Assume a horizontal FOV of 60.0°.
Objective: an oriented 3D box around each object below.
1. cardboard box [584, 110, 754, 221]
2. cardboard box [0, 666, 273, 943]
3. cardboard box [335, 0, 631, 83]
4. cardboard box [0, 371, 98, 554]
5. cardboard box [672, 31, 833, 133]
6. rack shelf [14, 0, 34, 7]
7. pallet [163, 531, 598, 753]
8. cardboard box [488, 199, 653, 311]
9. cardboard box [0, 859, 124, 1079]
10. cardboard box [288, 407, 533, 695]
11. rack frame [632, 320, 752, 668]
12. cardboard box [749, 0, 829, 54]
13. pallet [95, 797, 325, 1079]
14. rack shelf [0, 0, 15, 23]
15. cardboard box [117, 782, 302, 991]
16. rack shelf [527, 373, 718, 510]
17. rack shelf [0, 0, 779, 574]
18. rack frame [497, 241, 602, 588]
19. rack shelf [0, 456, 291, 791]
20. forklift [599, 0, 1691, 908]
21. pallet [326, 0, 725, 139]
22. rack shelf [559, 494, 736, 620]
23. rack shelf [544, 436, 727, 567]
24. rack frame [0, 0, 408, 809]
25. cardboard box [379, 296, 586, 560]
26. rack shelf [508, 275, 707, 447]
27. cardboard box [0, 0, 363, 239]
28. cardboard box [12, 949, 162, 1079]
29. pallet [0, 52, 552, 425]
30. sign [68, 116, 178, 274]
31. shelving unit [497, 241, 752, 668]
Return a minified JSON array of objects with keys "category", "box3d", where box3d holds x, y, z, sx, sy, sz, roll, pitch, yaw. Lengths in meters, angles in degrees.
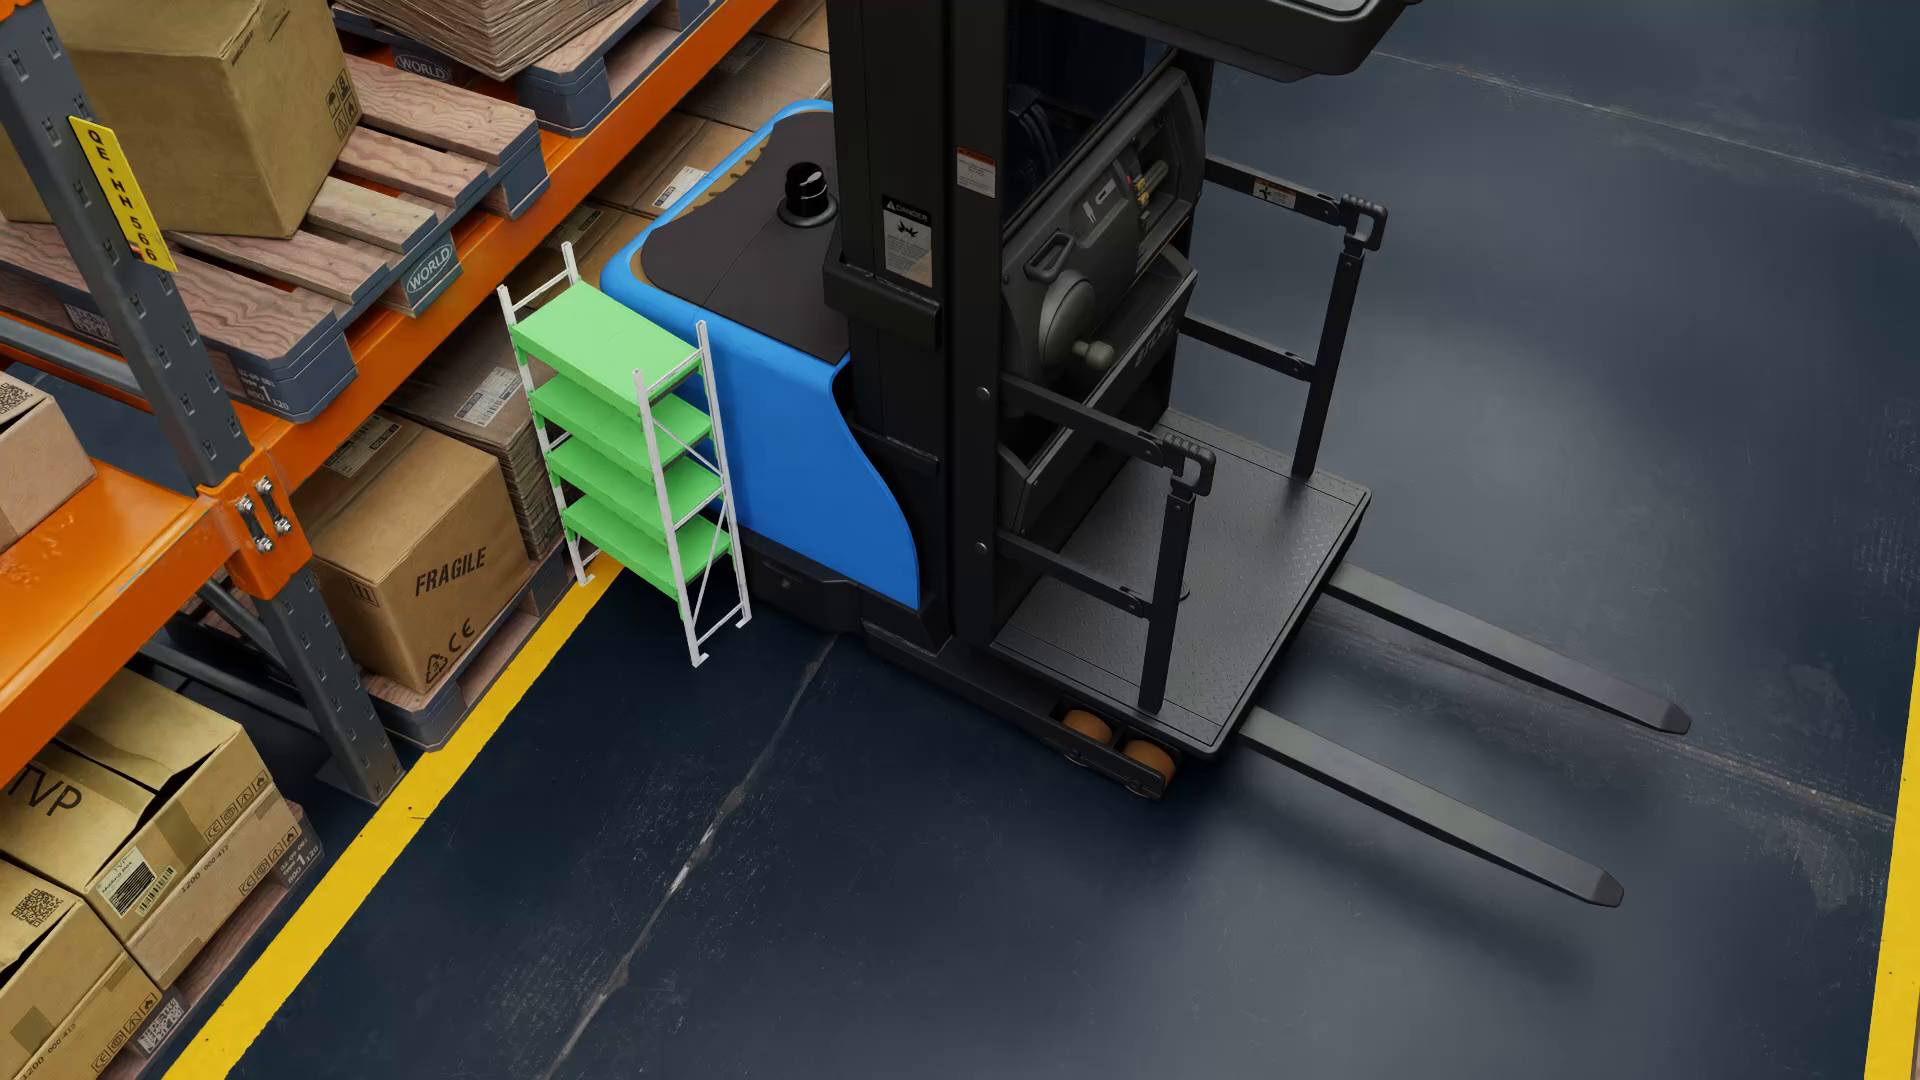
[{"category":"cardboard box","box3d":[-0.929,-1.052,5.528,0.500,0.500,0.500,18,52,15]},{"category":"cardboard box","box3d":[-2.038,0.582,3.947,0.500,0.311,0.500,21,53,17]},{"category":"cardboard box","box3d":[-1.307,-1.639,4.334,0.700,0.500,0.500,29,56,23]},{"category":"cardboard box","box3d":[-2.232,-0.167,3.481,0.500,0.311,0.500,23,53,18]},{"category":"cardboard box","box3d":[-0.713,-1.403,5.827,0.500,0.500,0.500,20,53,17]},{"category":"rack shelf","box3d":[-1.183,-2.549,3.952,1.077,0.370,4.000,20,52,16]},{"category":"pallet","box3d":[-1.684,-0.031,5.137,1.003,0.211,1.213,20,52,16]},{"category":"cardboard box","box3d":[-1.147,-0.691,5.221,0.500,0.500,0.500,19,52,16]},{"category":"cardboard box","box3d":[-2.255,0.942,3.641,0.500,0.311,0.500,19,52,16]},{"category":"cardboard box","box3d":[-1.584,0.015,4.620,0.500,0.500,0.500,22,53,18]},{"category":"rack frame","box3d":[-0.713,-0.085,4.534,0.015,1.200,0.240,31,56,24]},{"category":"cardboard box","box3d":[-0.499,-1.749,6.121,0.500,0.500,0.500,20,52,16]},{"category":"pallet","box3d":[-2.424,1.025,4.239,1.003,0.211,1.213,20,52,16]},{"category":"rack shelf","box3d":[-2.892,0.206,1.608,1.077,0.370,4.000,20,52,16]},{"category":"cardboard box","box3d":[-2.041,0.764,4.160,0.500,0.250,0.500,21,53,17]},{"category":"rack shelf","box3d":[-0.904,-0.315,4.499,0.480,0.148,0.258,31,56,24]},{"category":"rack shelf","box3d":[-1.183,-1.576,5.094,1.077,0.370,4.000,20,52,16]},{"category":"rack frame","box3d":[-1.094,-0.317,4.732,0.015,1.200,0.240,31,56,24]},{"category":"rack shelf","box3d":[-2.892,1.178,2.750,1.077,0.370,4.000,20,52,16]},{"category":"forklift","box3d":[0.534,-0.701,3.922,3.031,2.935,1.130,25,54,20]},{"category":"pallet","box3d":[-1.211,-1.711,4.862,1.003,0.211,1.213,20,52,16]},{"category":"rack shelf","box3d":[-0.904,-0.004,4.864,0.480,0.148,0.258,31,56,24]},{"category":"rack shelf","box3d":[-0.904,-0.159,4.682,0.480,0.148,0.258,31,56,24]},{"category":"rack frame","box3d":[-2.037,-0.432,3.648,1.000,3.000,0.127,20,52,16]},{"category":"cardboard box","box3d":[-1.366,-0.348,4.929,0.500,0.500,0.500,18,52,15]},{"category":"rack shelf","box3d":[-0.904,-0.470,4.316,0.480,0.148,0.258,31,56,24]},{"category":"cardboard box","box3d":[-1.870,-1.071,3.851,0.700,0.500,0.500,4,50,4]},{"category":"cardboard box","box3d":[-2.258,1.120,3.857,0.500,0.250,0.500,19,52,16]},{"category":"pallet","box3d":[-1.811,-0.860,4.138,1.213,0.211,1.003,20,52,16]},{"category":"sign","box3d":[-1.534,-0.629,3.056,0.100,0.325,0.005,20,52,16]},{"category":"shelving unit","box3d":[-0.904,-0.201,4.633,0.503,1.200,0.258,31,56,24]}]
